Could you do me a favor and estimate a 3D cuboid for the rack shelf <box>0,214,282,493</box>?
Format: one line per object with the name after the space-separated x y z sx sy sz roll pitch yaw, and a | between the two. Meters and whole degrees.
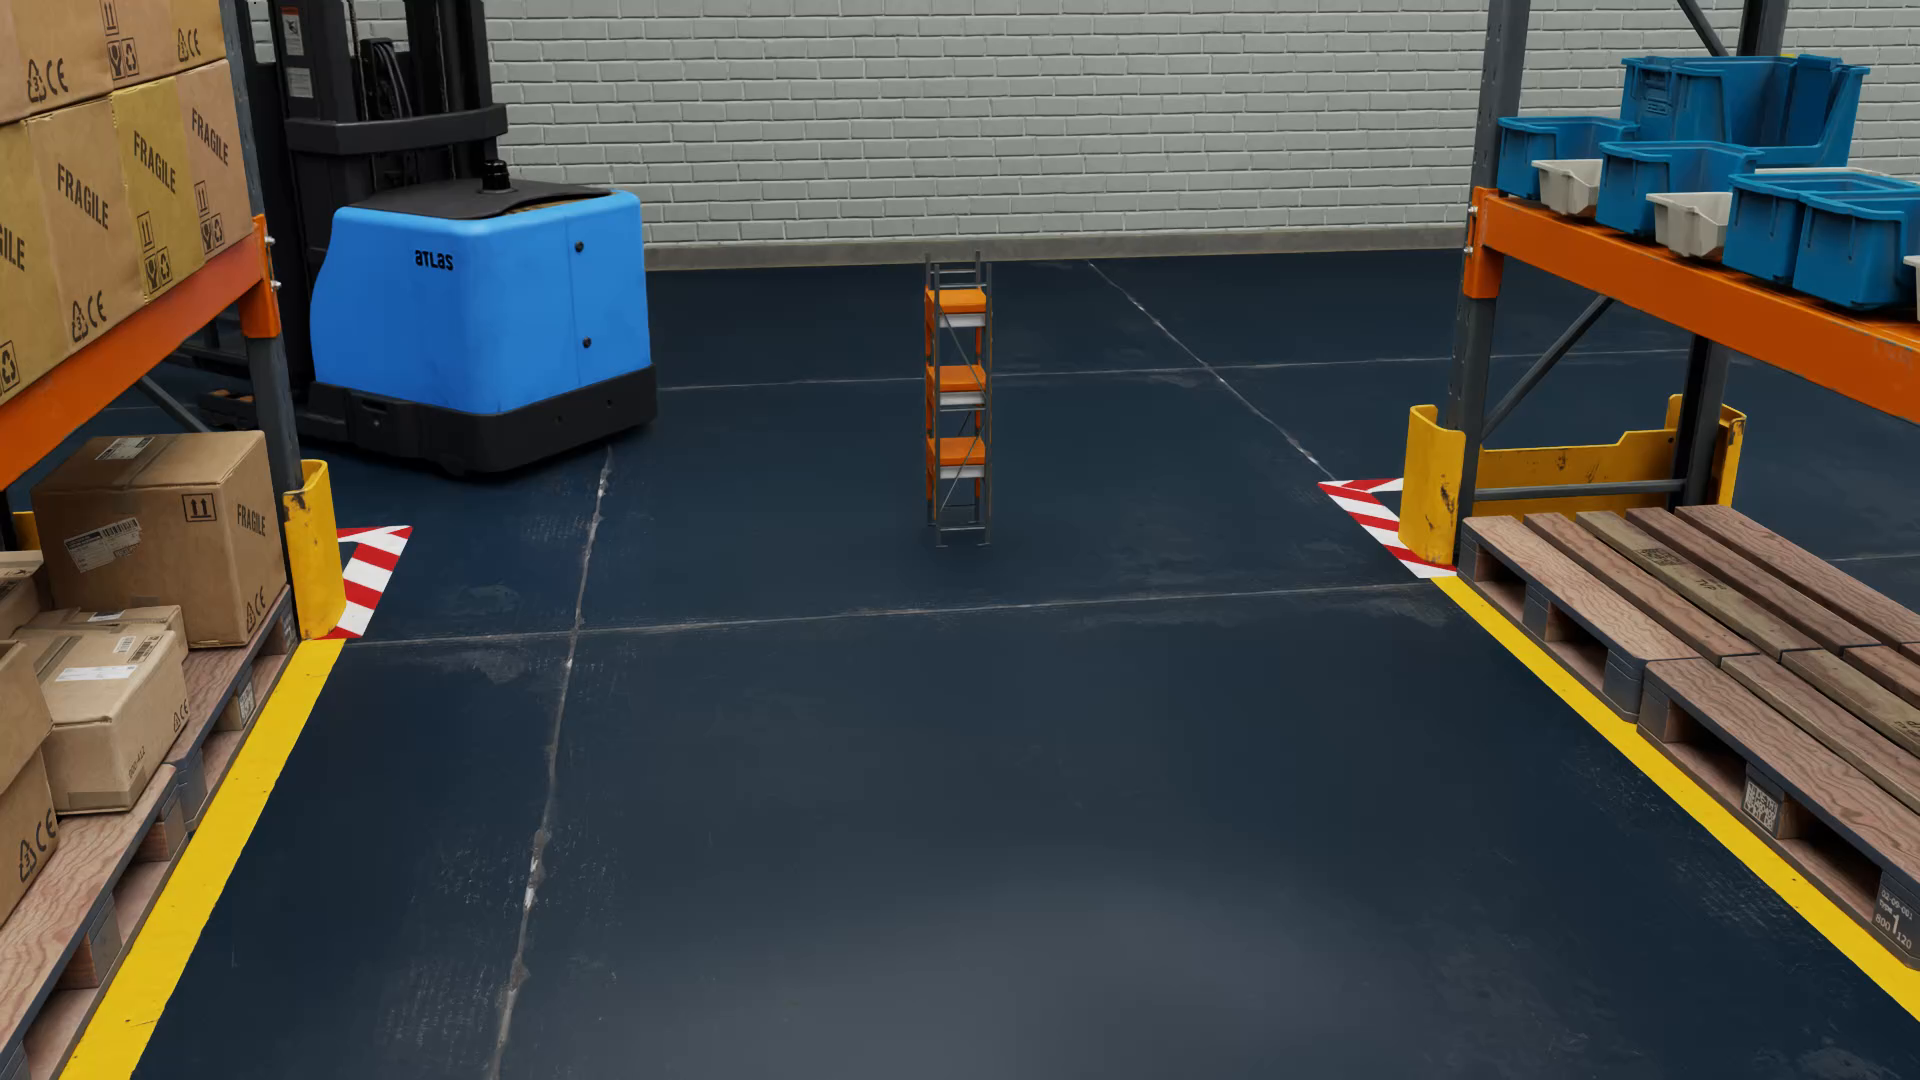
-2.361 -0.114 3.263 1.077 0.370 4.000 -3 21 -8 | rack shelf

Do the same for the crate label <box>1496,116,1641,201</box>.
1.963 -1.240 5.402 0.416 0.233 0.303 -3 21 -8 | crate label

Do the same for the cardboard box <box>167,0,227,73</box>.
-2.313 -1.519 4.423 0.500 0.500 0.500 -3 21 -8 | cardboard box

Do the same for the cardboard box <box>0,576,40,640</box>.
-2.780 0.314 4.389 0.500 0.250 0.500 -3 21 -8 | cardboard box

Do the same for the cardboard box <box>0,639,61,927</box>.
-2.349 0.554 3.384 0.797 0.503 0.637 -3 21 -8 | cardboard box

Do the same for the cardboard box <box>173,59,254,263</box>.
-2.315 -1.049 4.595 0.500 0.500 0.500 -2 21 -6 | cardboard box

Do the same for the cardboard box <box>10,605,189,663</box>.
-2.358 0.298 4.551 0.380 0.166 0.250 -3 21 -8 | cardboard box

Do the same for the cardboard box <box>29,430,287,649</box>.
-2.327 -0.003 4.881 0.500 0.500 0.500 -3 21 -8 | cardboard box

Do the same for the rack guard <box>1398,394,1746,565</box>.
2.236 -0.229 6.114 1.175 0.500 0.348 -3 21 -8 | rack guard

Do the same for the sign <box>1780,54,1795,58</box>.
2.795 -1.502 5.717 0.100 0.325 0.005 -3 21 -8 | sign

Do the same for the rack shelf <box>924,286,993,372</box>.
-0.008 -0.766 5.986 0.215 0.259 0.240 -3 21 -8 | rack shelf

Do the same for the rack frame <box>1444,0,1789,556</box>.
2.253 -1.392 5.656 1.000 3.000 0.127 -3 21 -8 | rack frame

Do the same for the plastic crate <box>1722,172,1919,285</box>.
2.152 -0.784 4.181 0.416 0.233 0.300 -3 21 -8 | plastic crate

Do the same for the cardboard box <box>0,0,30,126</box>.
-2.086 -0.987 2.999 0.500 0.500 0.500 -2 21 -6 | cardboard box

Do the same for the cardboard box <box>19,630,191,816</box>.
-2.220 0.445 4.040 0.500 0.250 0.500 -3 21 -8 | cardboard box

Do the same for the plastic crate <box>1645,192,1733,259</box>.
2.025 -0.845 4.481 0.250 0.136 0.298 -3 21 -8 | plastic crate

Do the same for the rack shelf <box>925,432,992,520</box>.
-0.008 -0.240 6.183 0.215 0.259 0.240 -3 21 -8 | rack shelf

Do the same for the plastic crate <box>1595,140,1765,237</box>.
2.057 -1.012 4.792 0.416 0.233 0.300 -3 21 -8 | plastic crate

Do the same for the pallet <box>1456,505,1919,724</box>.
2.333 0.202 5.375 1.003 0.211 1.213 -3 21 -8 | pallet

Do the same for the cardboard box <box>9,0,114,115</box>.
-2.160 -1.165 3.475 0.500 0.500 0.500 -2 21 -6 | cardboard box

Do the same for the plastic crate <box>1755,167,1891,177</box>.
2.549 -1.024 4.961 0.396 0.136 0.243 -3 21 -8 | plastic crate

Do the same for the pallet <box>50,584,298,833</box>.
-2.523 0.465 4.670 1.003 0.211 1.213 -3 21 -8 | pallet

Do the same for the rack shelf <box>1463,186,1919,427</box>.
2.541 -0.363 3.928 1.077 0.370 4.000 -3 21 -8 | rack shelf

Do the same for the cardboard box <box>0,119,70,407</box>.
-2.098 -0.522 3.184 0.500 0.500 0.500 -3 21 -9 | cardboard box

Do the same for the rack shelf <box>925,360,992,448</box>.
-0.008 -0.500 6.086 0.215 0.259 0.240 -3 21 -8 | rack shelf

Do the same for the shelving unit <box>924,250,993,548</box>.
-0.008 -0.510 6.082 0.215 1.050 0.252 -3 21 -8 | shelving unit

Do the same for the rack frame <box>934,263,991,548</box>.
0.010 -0.468 5.969 0.200 1.050 0.008 -3 21 -8 | rack frame

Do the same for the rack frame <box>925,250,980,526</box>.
-0.025 -0.553 6.195 0.200 1.050 0.008 -3 21 -8 | rack frame

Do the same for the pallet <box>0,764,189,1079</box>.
-2.350 0.887 3.541 1.003 0.211 1.213 -3 21 -8 | pallet

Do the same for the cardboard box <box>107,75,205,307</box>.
-2.237 -0.870 4.115 0.500 0.500 0.500 -3 21 -7 | cardboard box

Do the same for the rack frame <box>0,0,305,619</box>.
-2.649 -1.144 4.991 1.000 3.000 0.127 -3 21 -8 | rack frame

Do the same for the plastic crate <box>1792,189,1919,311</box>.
2.196 -0.680 3.903 0.416 0.233 0.300 -3 21 -8 | plastic crate

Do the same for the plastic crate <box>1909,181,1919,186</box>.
2.577 -0.922 4.690 0.396 0.136 0.243 -3 21 -8 | plastic crate

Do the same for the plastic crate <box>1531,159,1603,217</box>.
1.927 -1.079 5.110 0.250 0.136 0.298 -3 21 -8 | plastic crate

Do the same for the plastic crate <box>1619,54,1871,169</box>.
2.486 -1.330 5.355 0.616 0.435 0.499 -3 21 -8 | plastic crate

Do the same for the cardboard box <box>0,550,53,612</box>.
-2.929 0.148 4.978 0.380 0.149 0.250 -3 21 -8 | cardboard box

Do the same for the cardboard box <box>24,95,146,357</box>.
-2.171 -0.697 3.651 0.500 0.500 0.500 -3 21 -7 | cardboard box

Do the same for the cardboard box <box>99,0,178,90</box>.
-2.239 -1.344 3.955 0.500 0.500 0.500 -2 21 -6 | cardboard box

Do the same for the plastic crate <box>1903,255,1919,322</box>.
2.281 -0.500 3.558 0.293 0.136 0.466 -3 21 -8 | plastic crate

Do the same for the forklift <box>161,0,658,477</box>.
-2.886 -2.000 7.382 3.031 2.935 1.130 12 24 30 | forklift

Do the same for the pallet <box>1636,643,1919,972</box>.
2.506 0.623 4.246 1.003 0.211 1.213 -3 21 -8 | pallet

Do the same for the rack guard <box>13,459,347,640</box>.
-2.638 0.054 5.358 1.175 0.500 0.348 -3 21 -8 | rack guard
